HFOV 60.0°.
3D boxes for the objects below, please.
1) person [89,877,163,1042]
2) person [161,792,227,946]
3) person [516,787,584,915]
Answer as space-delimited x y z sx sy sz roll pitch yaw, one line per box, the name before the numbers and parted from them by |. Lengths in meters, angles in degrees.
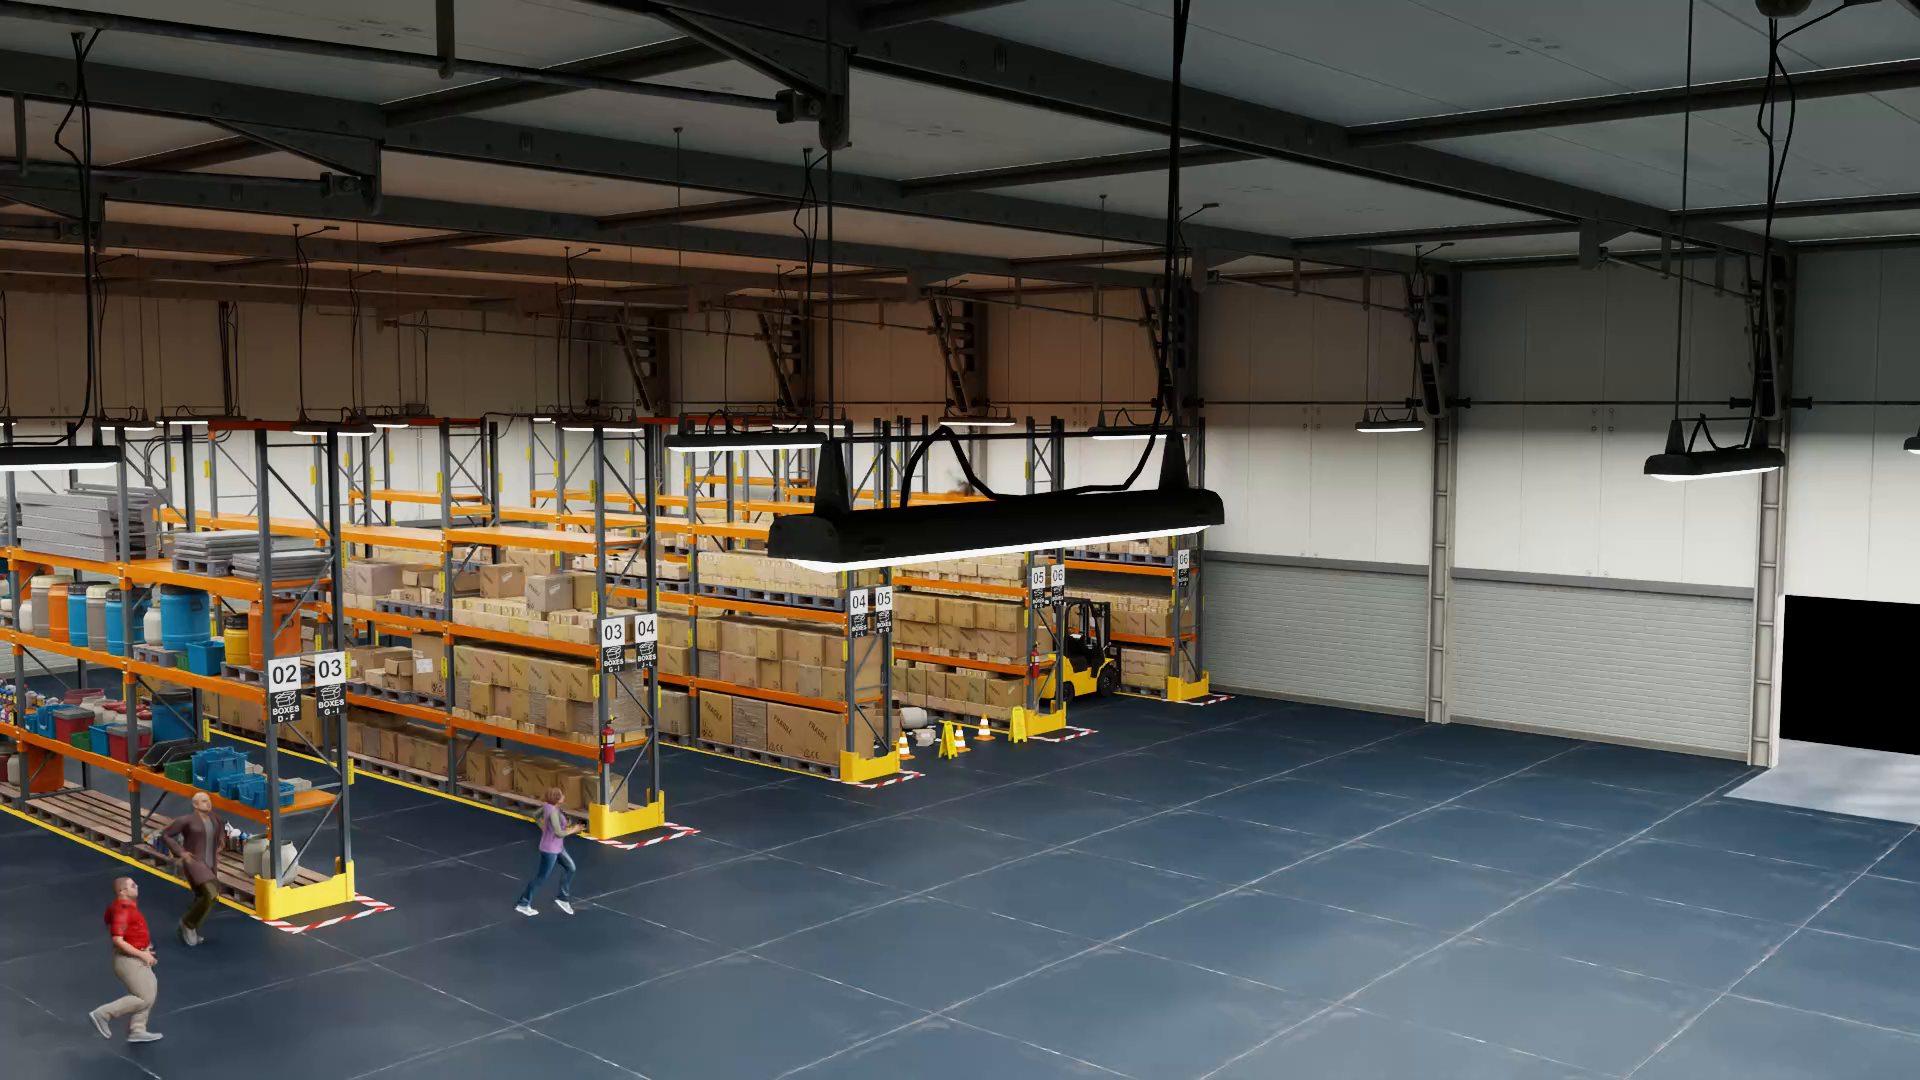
person | -8.217 4.143 16.336 0.644 1.688 0.669 -3 6 -31
person | -8.902 3.843 19.545 0.609 1.764 0.710 1 5 17
person | -5.044 3.836 20.440 0.834 1.623 0.547 -1 5 -15
